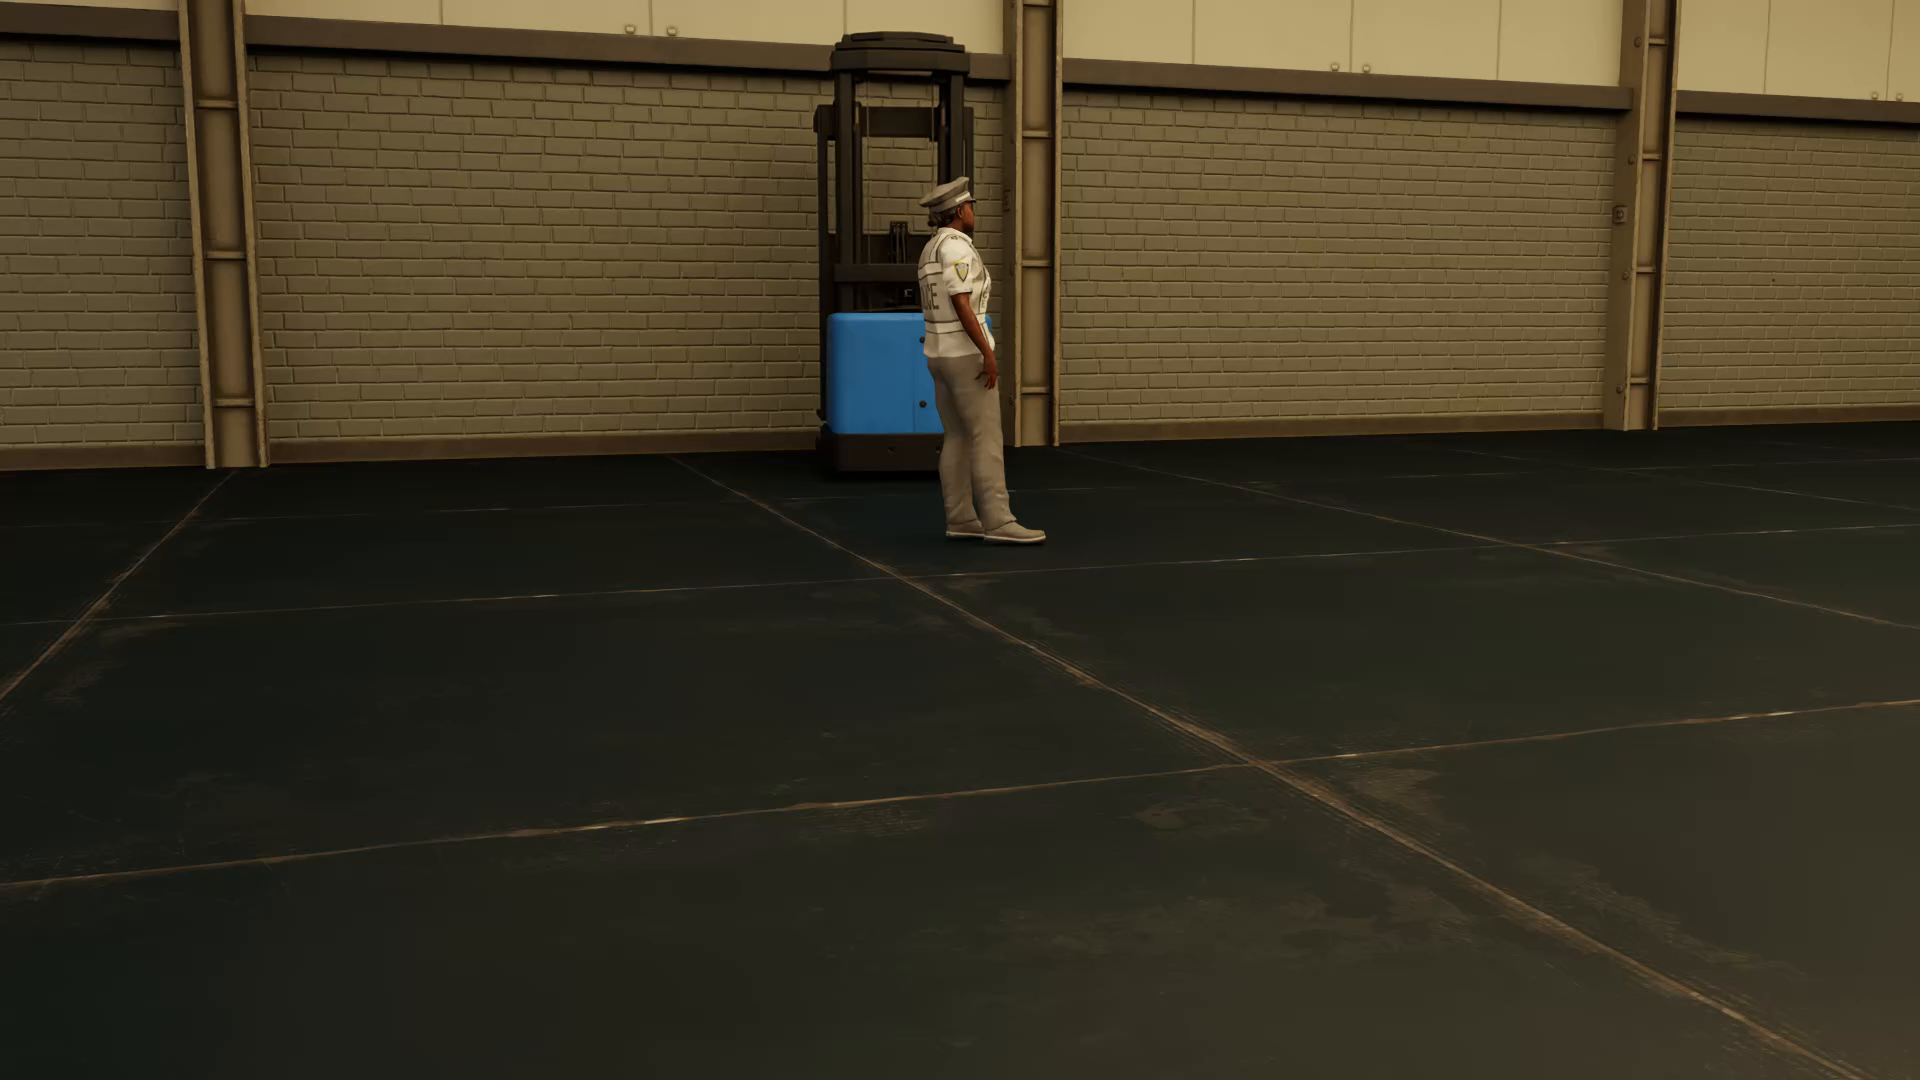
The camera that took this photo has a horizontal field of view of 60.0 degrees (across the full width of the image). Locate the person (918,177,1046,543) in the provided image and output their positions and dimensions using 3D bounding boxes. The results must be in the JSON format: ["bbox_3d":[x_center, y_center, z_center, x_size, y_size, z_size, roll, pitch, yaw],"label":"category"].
[{"bbox_3d":[0.078,-0.846,7.814,0.528,1.693,0.569,-3,8,-18],"label":"person"}]

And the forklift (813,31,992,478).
[{"bbox_3d":[-0.479,-2.024,11.930,1.130,2.935,3.031,-1,8,-7],"label":"forklift"}]
